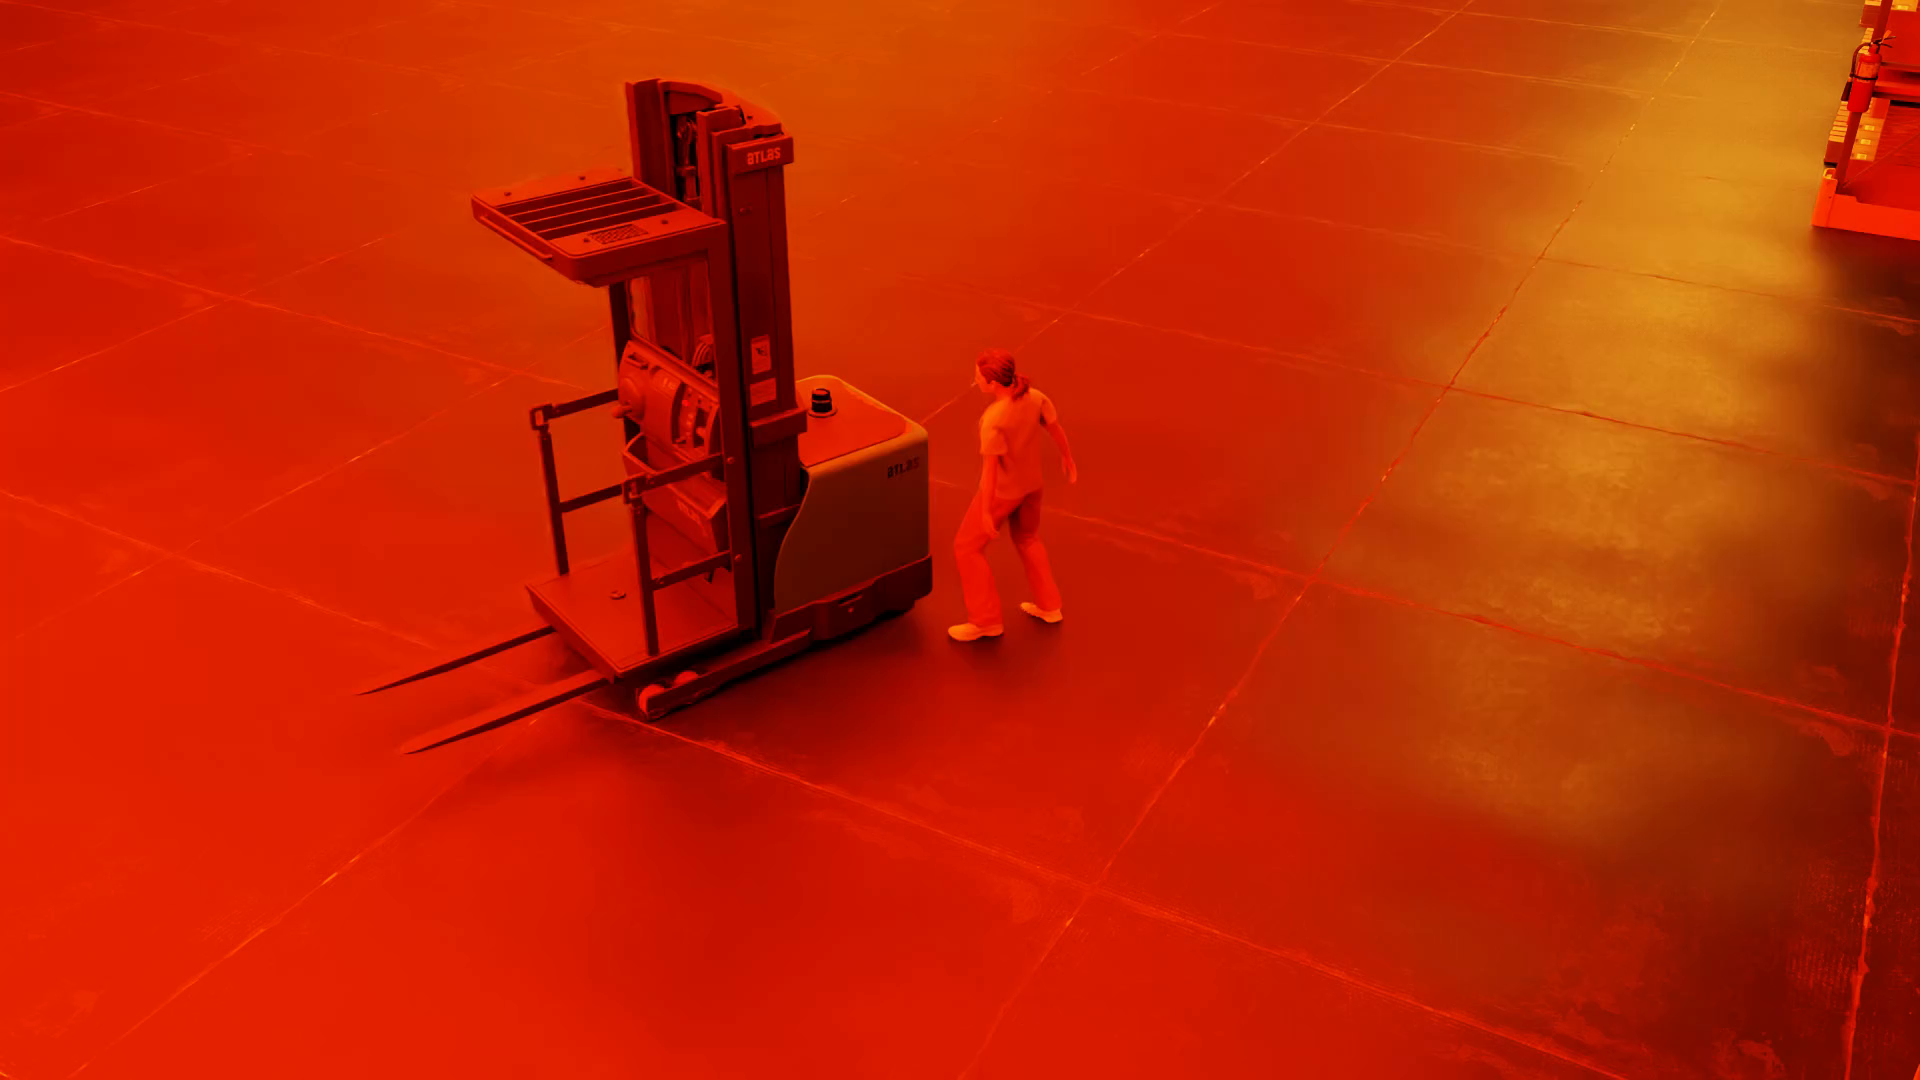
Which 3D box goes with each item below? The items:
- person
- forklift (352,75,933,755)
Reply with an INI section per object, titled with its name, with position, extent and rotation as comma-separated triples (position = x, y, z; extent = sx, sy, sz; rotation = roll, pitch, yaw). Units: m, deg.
[person]
position = 0.305, -0.249, 8.858
extent = 0.814, 1.648, 0.443
rotation = -25, 38, -36
[forklift]
position = -1.628, -0.667, 8.226
extent = 3.031, 2.935, 1.130
rotation = -21, 36, -32
